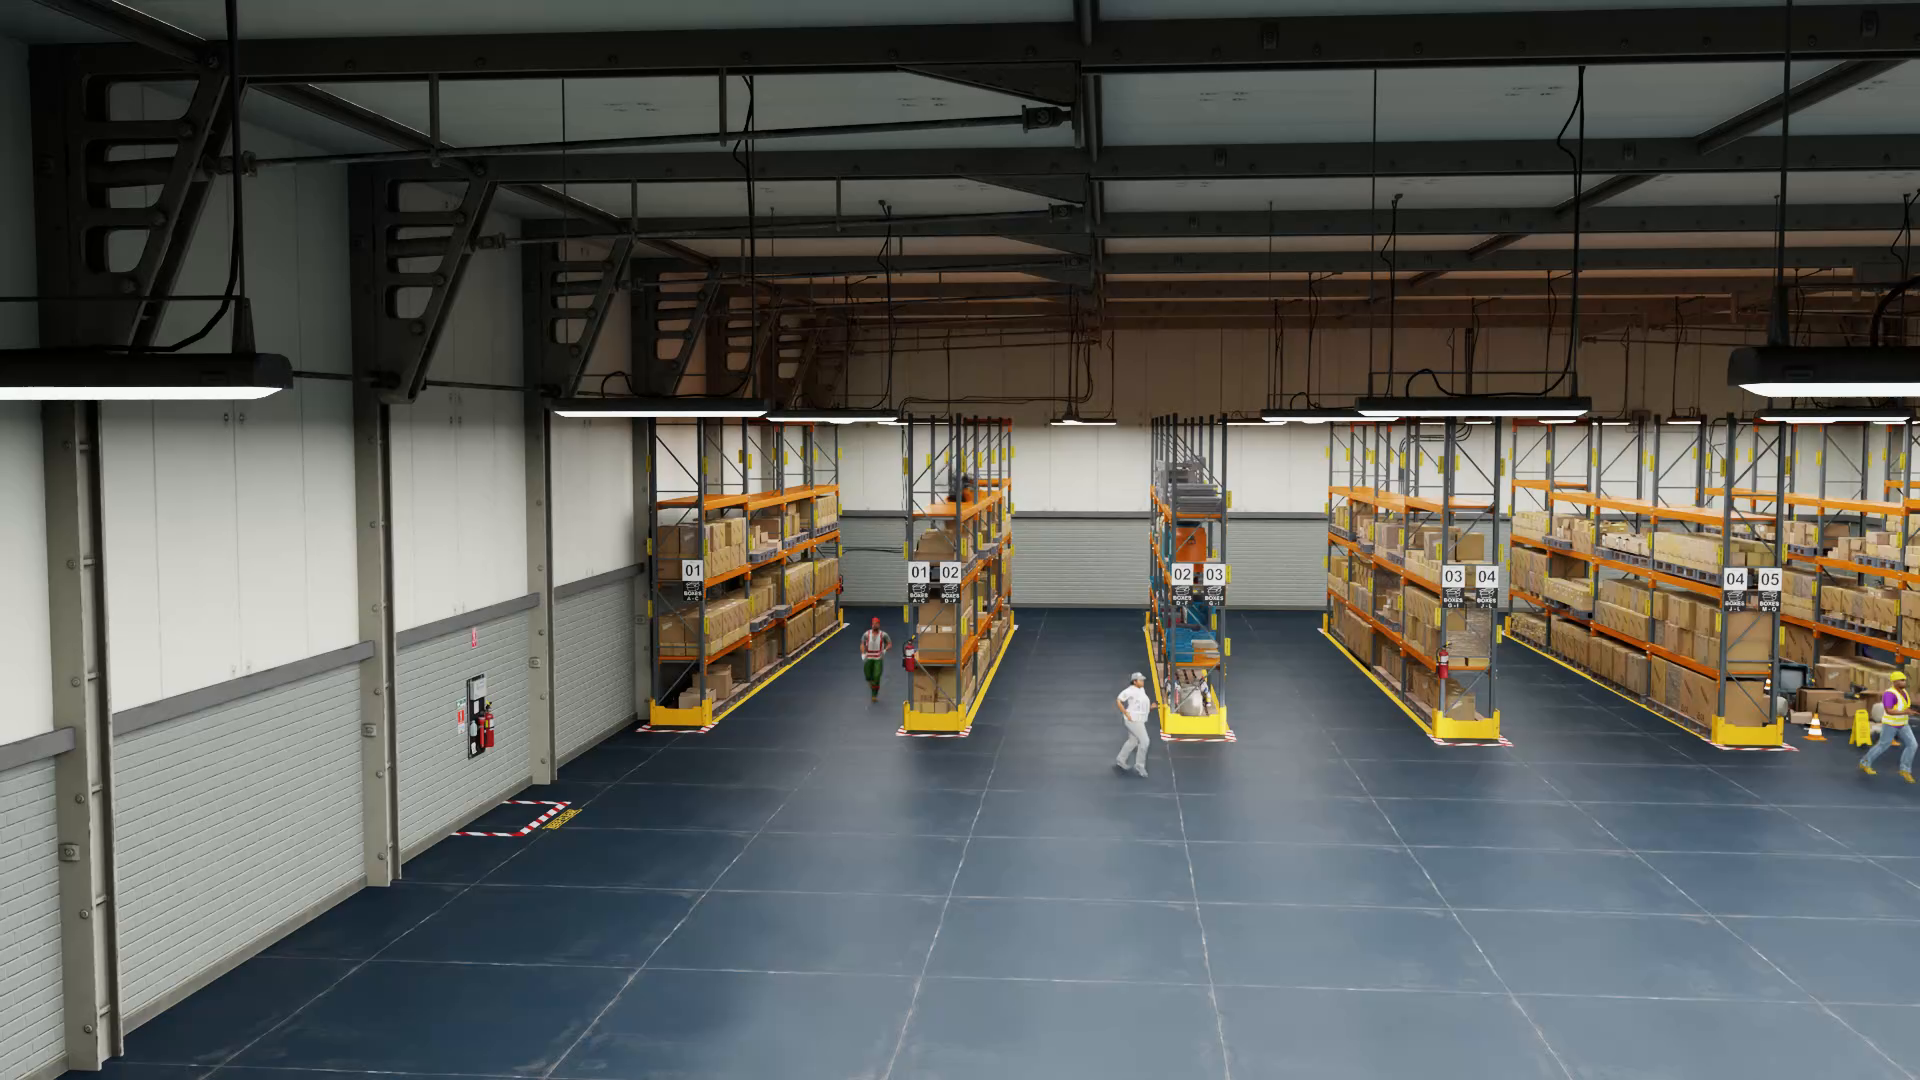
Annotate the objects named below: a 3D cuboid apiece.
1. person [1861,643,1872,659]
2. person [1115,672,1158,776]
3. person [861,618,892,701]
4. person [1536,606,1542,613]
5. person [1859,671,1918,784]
[{"bbox_3d":[21.691,2.220,39.824,0.611,1.608,0.915,0,4,2],"label":"person"},{"bbox_3d":[2.909,3.050,27.574,0.752,1.728,0.584,2,4,27],"label":"person"},{"bbox_3d":[-1.772,2.499,35.036,0.659,1.729,0.720,1,4,9],"label":"person"},{"bbox_3d":[16.581,1.676,47.186,0.621,1.742,0.685,0,4,2],"label":"person"},{"bbox_3d":[15.172,3.025,27.035,0.710,1.813,0.904,-2,4,-28],"label":"person"}]
